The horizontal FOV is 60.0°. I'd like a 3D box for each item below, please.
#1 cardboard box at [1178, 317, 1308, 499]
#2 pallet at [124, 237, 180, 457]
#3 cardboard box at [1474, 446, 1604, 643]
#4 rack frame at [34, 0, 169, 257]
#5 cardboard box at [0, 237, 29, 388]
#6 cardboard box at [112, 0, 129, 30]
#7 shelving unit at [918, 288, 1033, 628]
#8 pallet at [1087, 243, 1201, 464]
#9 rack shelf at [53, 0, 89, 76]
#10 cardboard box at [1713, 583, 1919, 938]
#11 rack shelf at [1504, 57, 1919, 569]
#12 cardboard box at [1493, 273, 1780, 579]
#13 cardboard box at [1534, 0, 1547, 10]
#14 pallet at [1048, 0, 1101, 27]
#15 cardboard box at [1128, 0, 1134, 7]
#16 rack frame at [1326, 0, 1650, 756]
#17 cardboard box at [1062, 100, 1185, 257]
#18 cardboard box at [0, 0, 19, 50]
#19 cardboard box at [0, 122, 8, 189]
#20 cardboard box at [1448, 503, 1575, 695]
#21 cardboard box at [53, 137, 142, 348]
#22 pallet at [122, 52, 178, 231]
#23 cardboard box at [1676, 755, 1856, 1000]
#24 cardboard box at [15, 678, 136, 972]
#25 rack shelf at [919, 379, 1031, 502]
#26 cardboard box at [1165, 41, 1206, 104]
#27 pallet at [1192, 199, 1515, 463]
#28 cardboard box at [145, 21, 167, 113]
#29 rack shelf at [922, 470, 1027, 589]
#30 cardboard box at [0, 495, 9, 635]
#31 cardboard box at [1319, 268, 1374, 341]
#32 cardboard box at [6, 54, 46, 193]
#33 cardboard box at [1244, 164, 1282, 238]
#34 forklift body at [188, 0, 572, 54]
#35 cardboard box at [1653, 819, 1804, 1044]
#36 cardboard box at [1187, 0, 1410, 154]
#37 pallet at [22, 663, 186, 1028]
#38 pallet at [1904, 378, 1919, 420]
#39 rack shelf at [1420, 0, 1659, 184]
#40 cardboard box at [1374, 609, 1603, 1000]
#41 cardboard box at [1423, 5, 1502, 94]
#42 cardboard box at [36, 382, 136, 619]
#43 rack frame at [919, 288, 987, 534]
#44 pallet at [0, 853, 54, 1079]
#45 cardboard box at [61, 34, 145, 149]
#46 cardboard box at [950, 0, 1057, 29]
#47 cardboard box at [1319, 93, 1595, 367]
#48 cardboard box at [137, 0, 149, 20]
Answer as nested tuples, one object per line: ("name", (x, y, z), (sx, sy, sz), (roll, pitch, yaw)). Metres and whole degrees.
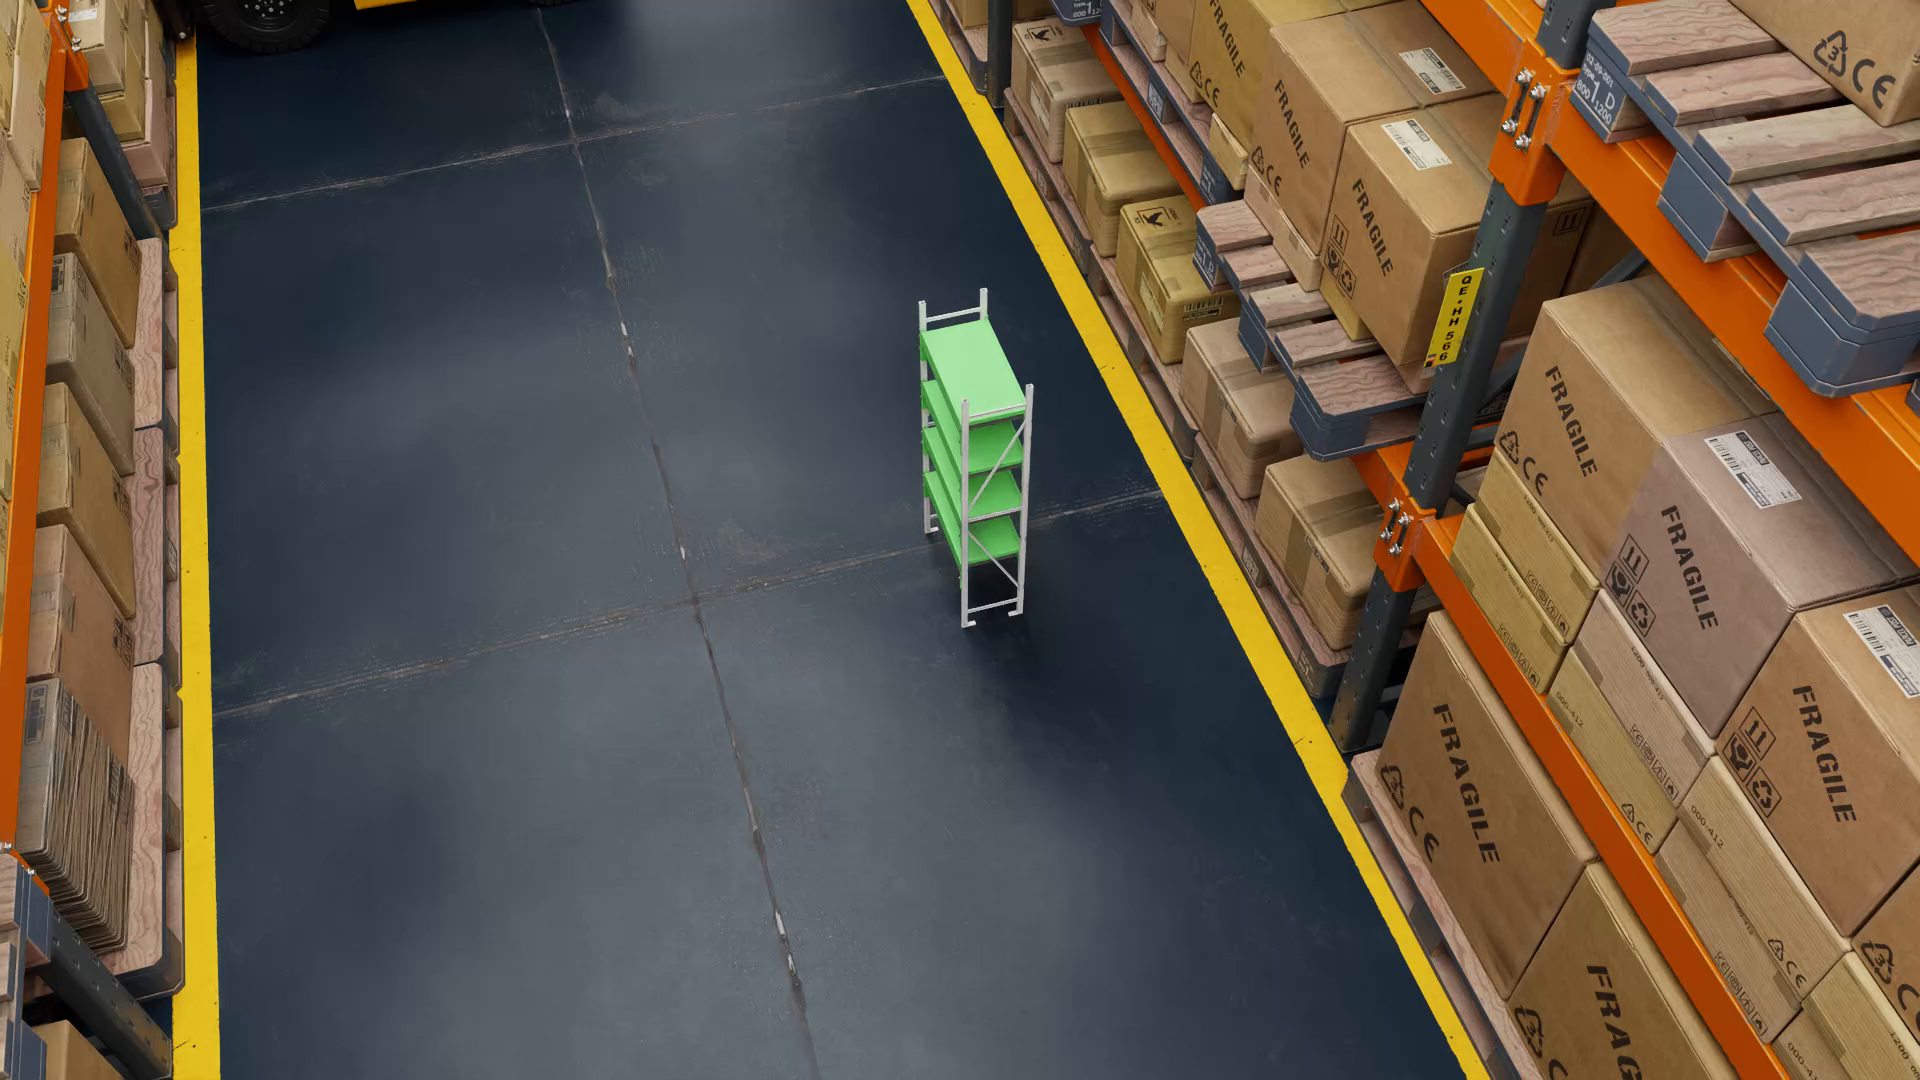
("cardboard box", (1.429, -0.602, 6.529), (0.950, 0.372, 0.625), (-14, 51, -12))
("pallet", (-3.856, -0.730, 7.017), (1.003, 0.211, 1.213), (-13, 51, -11))
("cardboard box", (1.726, -0.048, 4.390), (0.500, 0.250, 0.500), (-14, 51, -11))
("rack frame", (-4.111, -2.158, 6.397), (1.000, 3.000, 0.127), (-13, 51, -11))
("cardboard box", (-3.281, -0.690, 5.257), (0.500, 0.250, 0.500), (-12, 51, -10))
("cardboard box", (-4.096, -2.529, 7.580), (0.500, 0.250, 0.500), (-13, 51, -11))
("shelving unit", (0.049, -0.266, 5.979), (0.258, 1.200, 0.503), (-13, 51, -11))
("pallet", (1.225, -0.923, 7.180), (1.003, 0.211, 1.213), (-13, 51, -11))
("rack shelf", (-4.703, -3.387, 7.903), (1.077, 0.370, 4.000), (-13, 51, -11))
("cardboard box", (2.019, 0.441, 3.487), (0.500, 0.500, 0.500), (-12, 51, -10))
("rack shelf", (2.404, 0.364, 2.779), (1.077, 0.370, 4.000), (-13, 51, -11))
("cardboard box", (1.725, -0.300, 4.112), (0.500, 0.500, 0.500), (-15, 51, -12))
("cardboard box", (1.519, -1.430, 3.986), (0.380, 0.149, 0.250), (-13, 51, -11))
("pallet", (0.716, -2.630, 6.920), (1.003, 0.211, 1.213), (-13, 51, -11))
("cardboard box", (0.821, -2.110, 6.246), (0.380, 0.149, 0.250), (-13, 51, -11))
("rack frame", (1.812, -0.361, 4.882), (1.000, 3.000, 0.127), (-13, 51, -11))
("cardboard box", (1.003, -1.664, 7.425), (0.950, 0.372, 0.625), (-10, 51, -9))
("cardboard box", (-3.722, -1.970, 6.010), (0.500, 0.250, 0.500), (-14, 51, -12))
("cardboard box", (-3.417, -1.221, 5.378), (0.500, 0.250, 0.500), (-12, 51, -10))
("cardboard box", (1.717, 0.101, 4.591), (0.500, 0.250, 0.500), (-14, 51, -12))
("cardboard box", (-3.946, -1.149, 6.825), (0.875, 0.625, 0.625), (-11, 51, -9))
("pallet", (-4.306, -1.849, 7.961), (1.003, 0.211, 1.213), (-13, 51, -11))
("cardboard box", (2.014, 0.696, 3.762), (0.500, 0.250, 0.500), (-13, 51, -11))
("cardboard box", (-3.100, 0.935, 5.068), (0.875, 0.625, 0.625), (-12, 51, -10))
("rack shelf", (0.049, -0.379, 5.844), (0.258, 0.148, 0.480), (-13, 51, -11))
("cardboard box", (0.957, -1.716, 5.914), (0.380, 0.149, 0.250), (-15, 51, -12))
("pallet", (1.500, -0.796, 5.374), (1.213, 0.211, 1.003), (-13, 51, -11))
("cardboard box", (-4.103, -2.203, 7.958), (0.500, 0.250, 0.500), (-14, 51, -12))
("rack shelf", (0.049, -0.070, 6.211), (0.258, 0.148, 0.480), (-13, 51, -11))
("cardboard box", (-2.970, 0.064, 4.622), (0.500, 0.250, 0.500), (-14, 51, -12))
("cardboard box", (1.342, -0.782, 5.126), (0.380, 0.149, 0.250), (-13, 51, -10))
("cardboard box", (-3.558, -1.435, 5.885), (0.500, 0.250, 0.500), (-14, 51, -11))
("cardboard box", (1.158, -1.141, 5.429), (0.380, 0.149, 0.250), (-16, 52, -13))
("forklift body", (-2.991, -3.833, 8.365), (2.313, 2.155, 1.214), (-13, 51, -11))
("cardboard box", (2.035, 0.857, 3.954), (0.500, 0.250, 0.500), (-12, 51, -10))
("cardboard box", (1.099, -1.638, 5.424), (0.500, 0.500, 0.500), (-16, 52, -13))
("pallet", (-3.134, 1.052, 5.515), (1.003, 0.211, 1.213), (-13, 51, -11))
("pallet", (2.387, 0.007, 2.734), (1.003, 0.211, 1.213), (-11, 51, -9))
("rack shelf", (1.221, -2.557, 5.242), (1.077, 0.370, 4.000), (-13, 51, -11))
("cardboard box", (1.937, 0.711, 5.093), (0.875, 0.875, 0.875), (-14, 51, -11))
("cardboard box", (1.739, -1.385, 5.211), (0.500, 0.500, 0.500), (-11, 51, -9))
("cardboard box", (-3.500, -0.032, 5.883), (0.875, 0.625, 0.625), (-15, 52, -12))
("rack frame", (-0.023, -0.444, 6.129), (0.240, 1.200, 0.015), (-13, 51, -11))
("pallet", (-2.661, 1.305, 3.603), (1.213, 0.211, 1.003), (-13, 51, -11))
("cardboard box", (-3.959, -1.991, 7.453), (0.500, 0.250, 0.500), (-14, 51, -11))
("cardboard box", (0.198, -2.903, 8.549), (0.500, 0.250, 0.500), (-11, 51, -9))
("cardboard box", (1.412, -0.894, 4.797), (0.500, 0.500, 0.500), (-15, 51, -12))
("cardboard box", (-4.248, -2.728, 8.075), (0.500, 0.250, 0.500), (-14, 51, -11))
